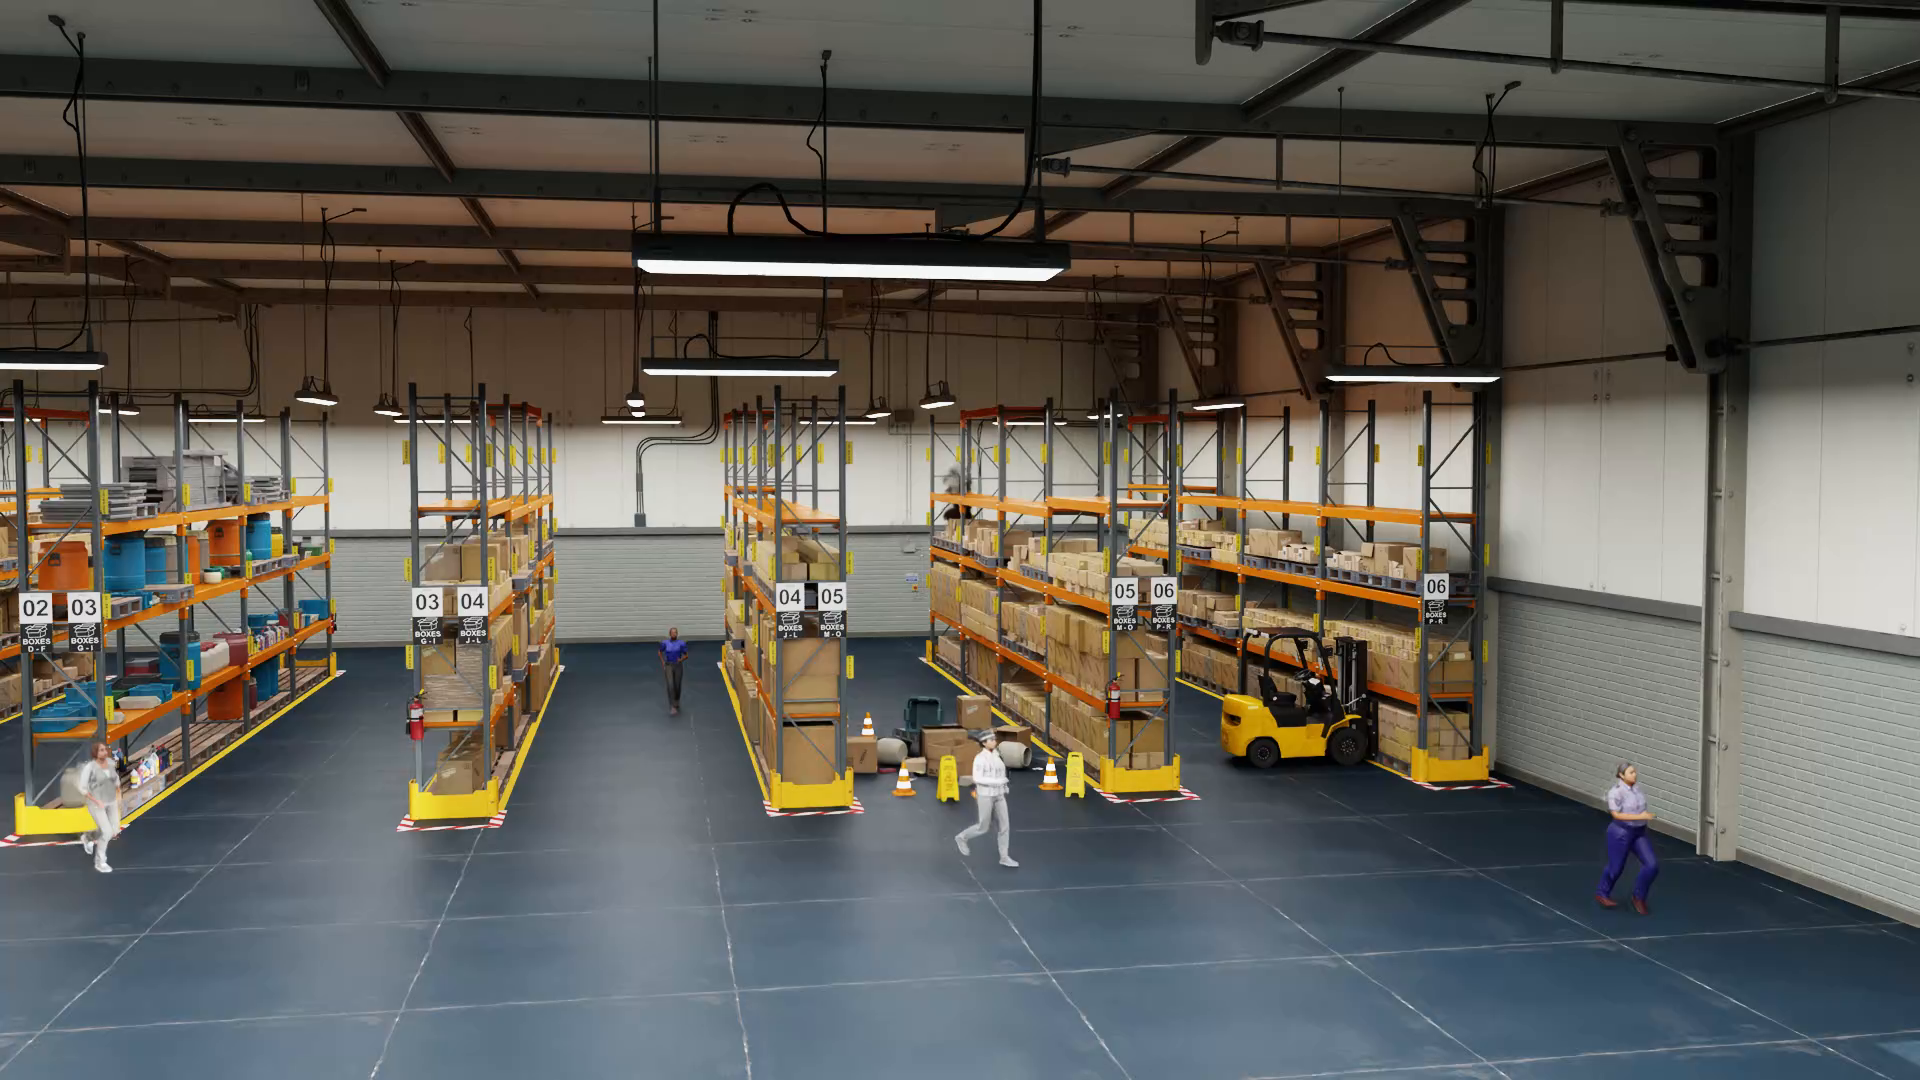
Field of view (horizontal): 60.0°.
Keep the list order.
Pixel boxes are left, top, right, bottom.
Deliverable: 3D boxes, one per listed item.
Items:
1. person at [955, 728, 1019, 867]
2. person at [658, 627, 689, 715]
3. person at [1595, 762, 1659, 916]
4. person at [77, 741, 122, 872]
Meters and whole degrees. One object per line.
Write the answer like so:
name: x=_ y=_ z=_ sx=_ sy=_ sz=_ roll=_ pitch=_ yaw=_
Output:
person: x=0.353 y=3.123 z=20.334 sx=0.874 sy=1.669 sz=0.623 roll=2 pitch=4 yaw=37
person: x=-5.579 y=2.532 z=32.425 sx=0.591 sy=1.644 sz=0.816 roll=-1 pitch=3 yaw=-13
person: x=7.303 y=3.268 z=18.160 sx=0.576 sy=1.694 sz=0.695 roll=-1 pitch=3 yaw=-26
person: x=-10.428 y=3.211 z=20.122 sx=0.606 sy=1.578 sz=0.557 roll=1 pitch=3 yaw=26
